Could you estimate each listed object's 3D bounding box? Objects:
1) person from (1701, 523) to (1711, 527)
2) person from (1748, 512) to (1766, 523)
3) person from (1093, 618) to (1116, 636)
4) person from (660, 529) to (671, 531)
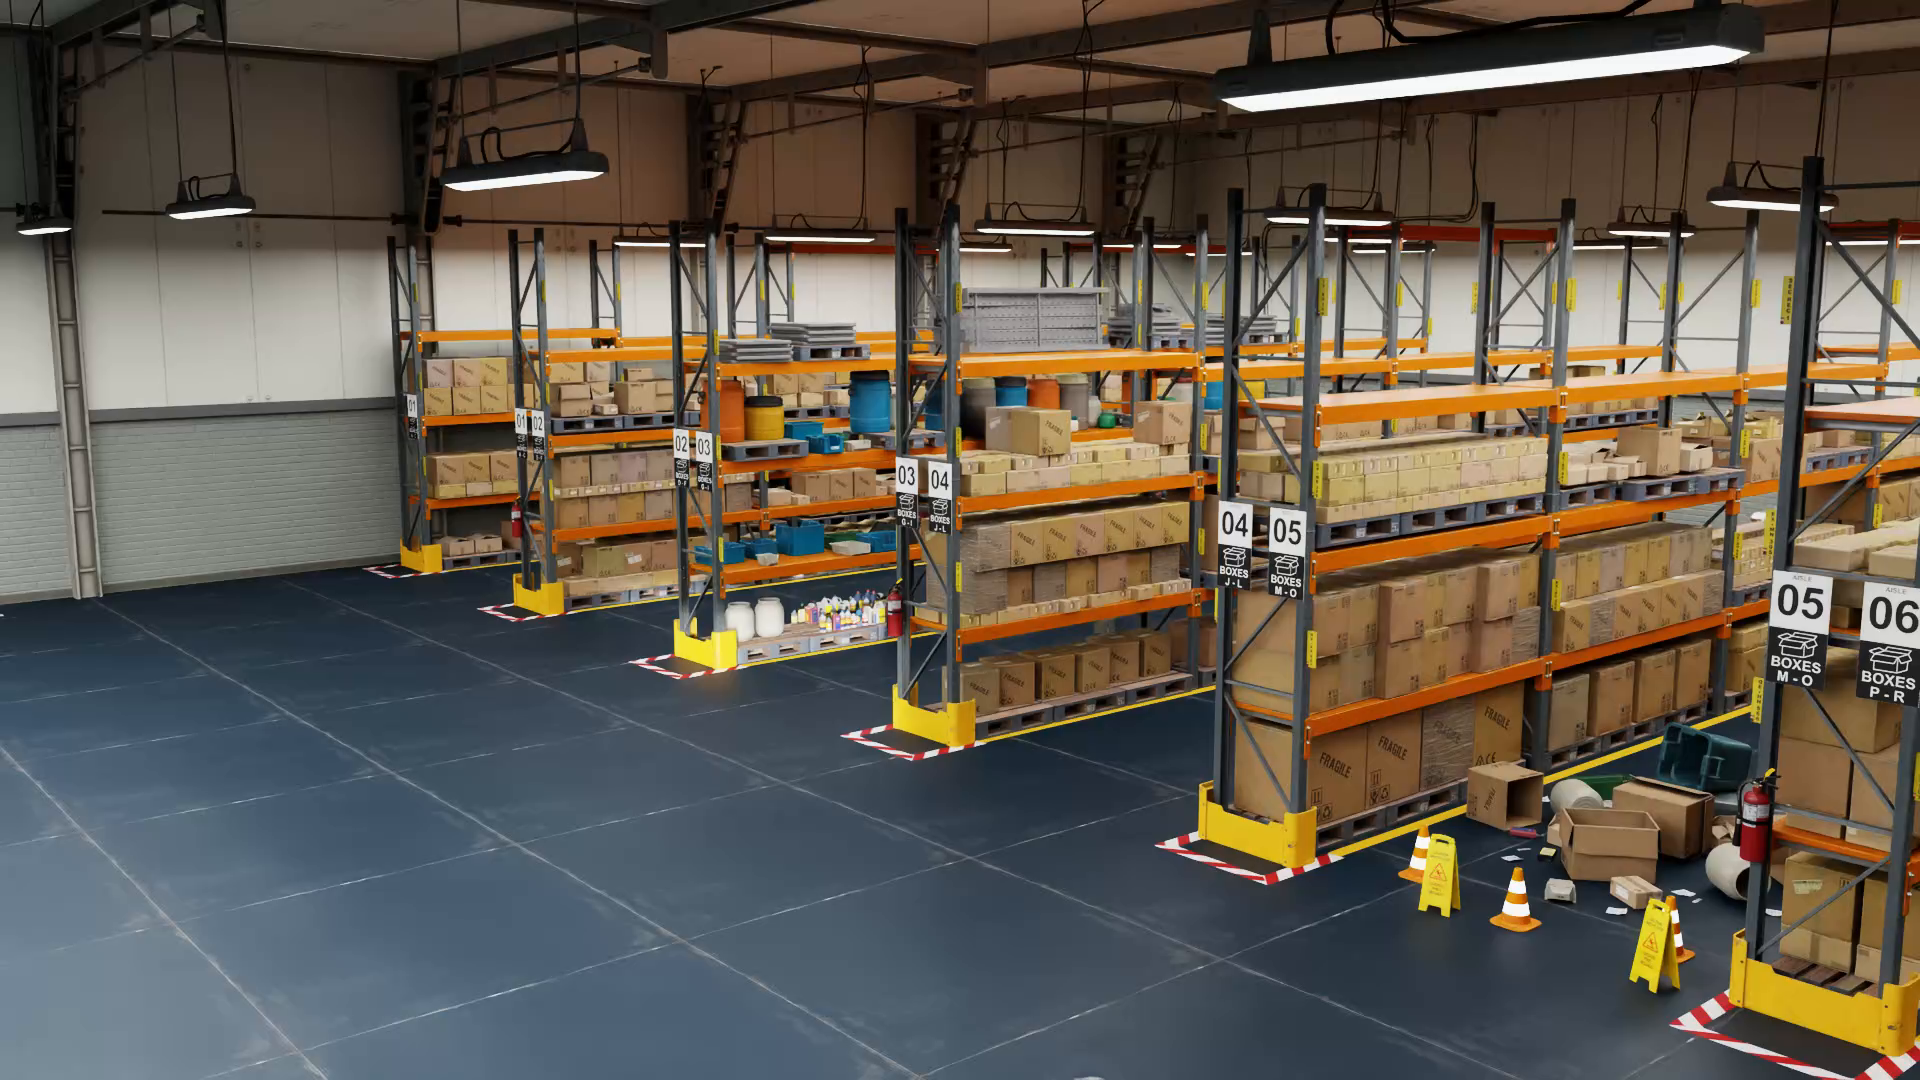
[{"bbox_3d":[10.806,0.603,24.277,0.638,1.686,0.638,-7,11,-37],"label":"person"},{"bbox_3d":[12.248,0.417,25.515,0.636,1.734,0.659,-6,11,-34],"label":"person"},{"bbox_3d":[1.866,0.568,22.554,0.858,1.866,0.668,-9,12,-44],"label":"person"},{"bbox_3d":[-5.306,-0.306,30.122,0.700,1.719,0.625,8,12,43],"label":"person"}]
